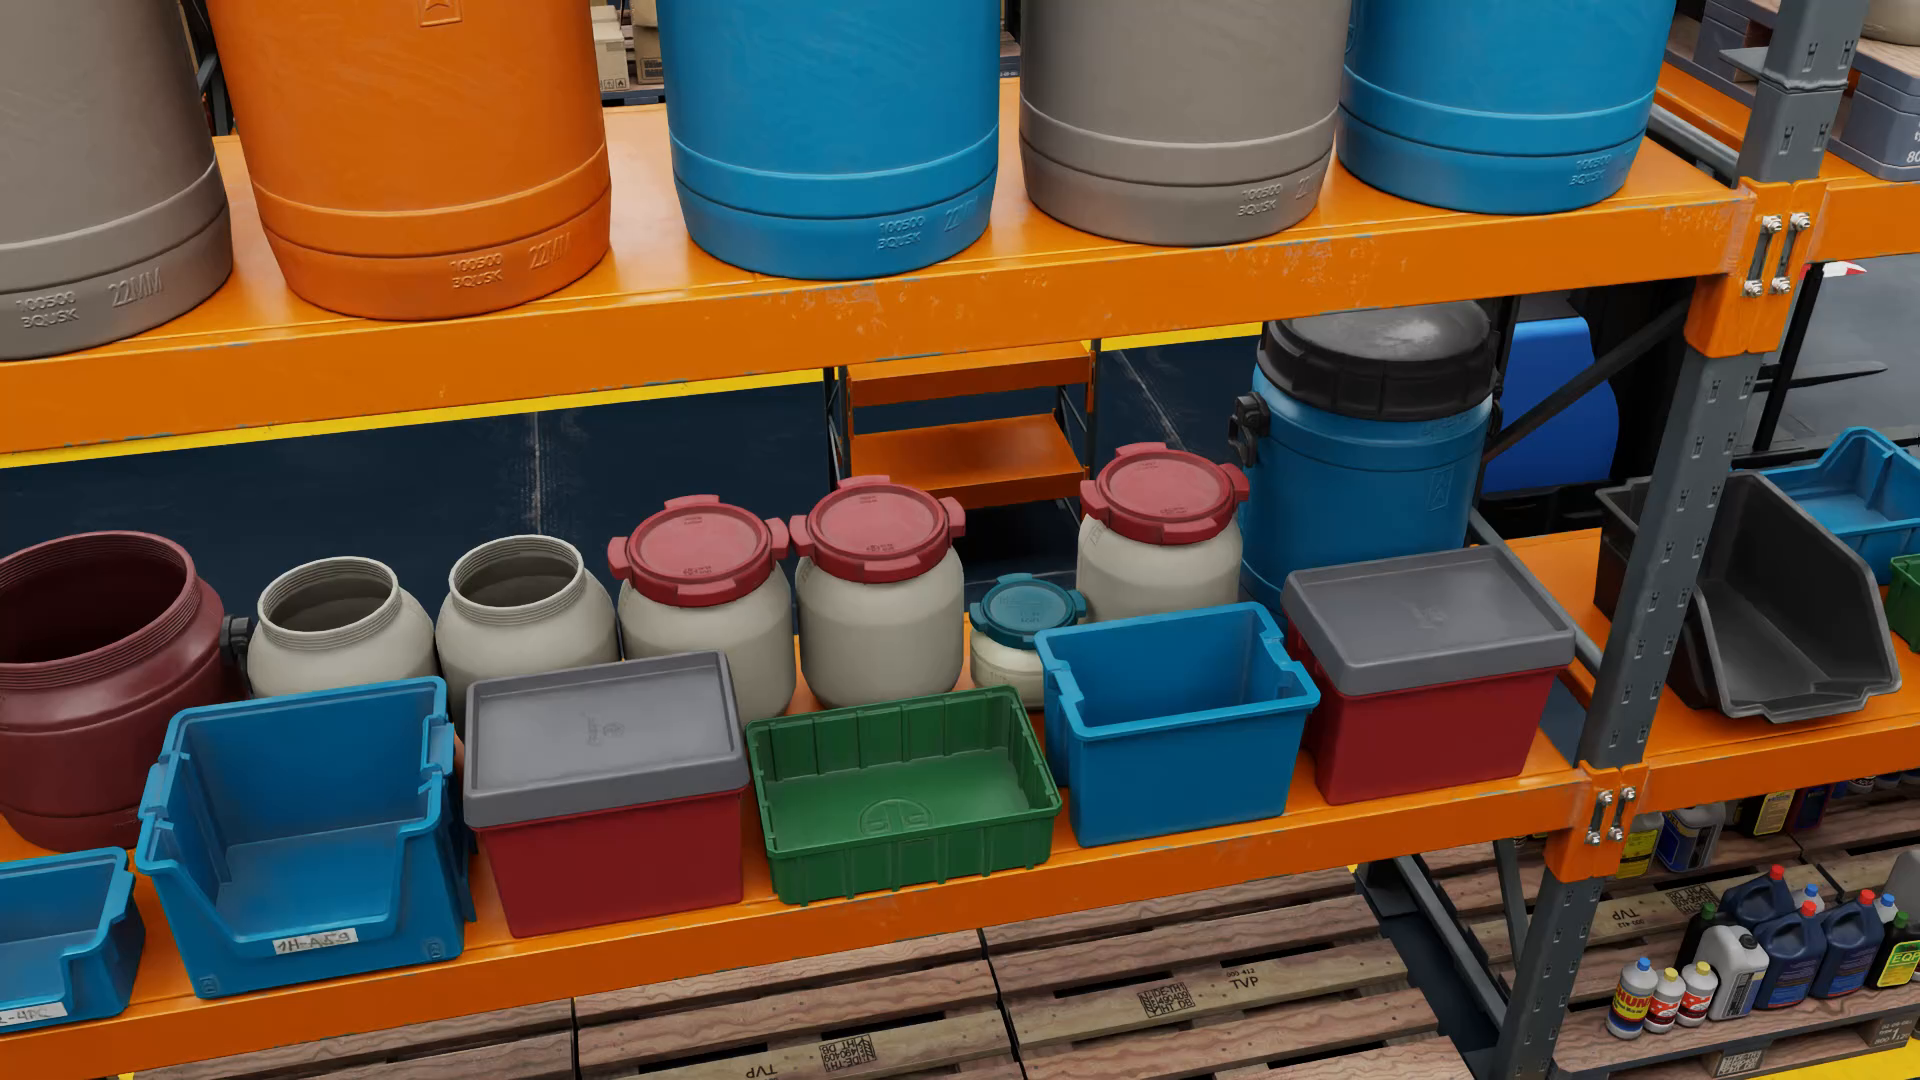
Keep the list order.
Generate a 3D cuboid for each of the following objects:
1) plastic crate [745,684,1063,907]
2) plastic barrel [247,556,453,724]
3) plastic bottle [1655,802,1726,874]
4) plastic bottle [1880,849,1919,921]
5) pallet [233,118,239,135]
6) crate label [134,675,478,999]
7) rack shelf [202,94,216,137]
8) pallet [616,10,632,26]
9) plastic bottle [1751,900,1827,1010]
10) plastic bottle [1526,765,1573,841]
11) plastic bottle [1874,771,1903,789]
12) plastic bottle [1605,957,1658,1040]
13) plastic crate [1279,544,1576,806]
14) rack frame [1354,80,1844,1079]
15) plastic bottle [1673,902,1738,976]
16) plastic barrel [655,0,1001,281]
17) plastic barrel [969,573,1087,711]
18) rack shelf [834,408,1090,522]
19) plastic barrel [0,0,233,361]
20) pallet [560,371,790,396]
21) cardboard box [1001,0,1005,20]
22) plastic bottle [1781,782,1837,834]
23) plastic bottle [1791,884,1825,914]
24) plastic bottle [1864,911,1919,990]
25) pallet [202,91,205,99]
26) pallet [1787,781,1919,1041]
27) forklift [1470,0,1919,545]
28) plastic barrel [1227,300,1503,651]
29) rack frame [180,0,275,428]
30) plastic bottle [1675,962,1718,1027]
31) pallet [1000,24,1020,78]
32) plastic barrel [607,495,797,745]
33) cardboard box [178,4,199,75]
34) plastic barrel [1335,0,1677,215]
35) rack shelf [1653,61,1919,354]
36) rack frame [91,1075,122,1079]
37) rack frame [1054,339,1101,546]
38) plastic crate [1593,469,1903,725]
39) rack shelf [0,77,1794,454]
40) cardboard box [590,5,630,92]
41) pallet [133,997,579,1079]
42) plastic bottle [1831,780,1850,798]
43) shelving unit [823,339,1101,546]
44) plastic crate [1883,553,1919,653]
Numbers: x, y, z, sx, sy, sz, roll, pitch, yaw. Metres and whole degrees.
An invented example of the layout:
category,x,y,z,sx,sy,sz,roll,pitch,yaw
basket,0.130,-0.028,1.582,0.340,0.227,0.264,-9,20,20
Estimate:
category,x,y,z,sx,sy,sz,roll,pitch,yaw
plastic crate,-0.140,0.590,3.869,0.662,0.188,0.450,-7,35,-11
plastic barrel,-1.449,0.337,3.955,0.421,0.512,0.421,0,34,0
plastic bottle,2.306,0.901,5.266,0.135,0.276,0.152,-7,35,-11
plastic bottle,2.917,1.056,5.034,0.135,0.276,0.152,-7,35,-11
pallet,-2.826,-2.132,7.907,1.003,0.211,1.213,-7,35,-11
crate label,-1.376,0.636,3.578,0.616,0.435,0.502,-7,35,-11
rack shelf,-5.448,-1.521,7.471,4.000,0.370,1.077,-7,35,-11
pallet,-2.520,-3.820,12.753,1.213,0.211,1.003,-7,35,-11
plastic bottle,2.375,1.178,4.785,0.185,0.351,0.144,-6,34,-9
plastic bottle,1.893,0.841,5.348,0.133,0.283,0.061,-6,34,-8
plastic bottle,3.129,0.701,5.567,0.097,0.271,0.097,0,34,0
plastic bottle,1.904,1.284,4.699,0.097,0.271,0.097,0,34,0
plastic crate,1.092,0.334,4.004,0.583,0.464,0.402,-7,35,-11
rack frame,1.497,0.134,4.358,0.127,3.000,1.000,-7,35,-11
plastic bottle,2.189,1.166,4.863,0.133,0.283,0.061,-7,35,-11
plastic barrel,-0.227,-0.978,2.874,0.708,0.901,0.600,-7,35,-11
plastic barrel,0.172,0.271,4.278,0.301,0.262,0.301,0,34,0
rack shelf,-0.007,-0.263,7.072,1.000,0.278,0.538,-7,35,-11
plastic barrel,-1.556,-0.811,2.624,0.600,0.901,0.600,0,34,0
pallet,-1.547,-1.151,8.776,1.213,0.211,1.003,-7,35,-11
cardboard box,0.037,-4.597,12.939,0.875,0.875,0.875,-7,34,-10
plastic bottle,2.747,0.820,5.378,0.133,0.283,0.061,-7,35,-11
plastic bottle,2.490,1.127,4.932,0.097,0.271,0.097,0,34,0
plastic bottle,2.730,1.185,4.835,0.133,0.283,0.061,-6,34,-8
pallet,-5.256,-3.521,12.307,1.213,0.211,1.003,-7,35,-11
pallet,3.353,1.080,5.451,1.213,0.211,1.003,-7,35,-11
forklift,3.099,-1.548,6.927,3.031,2.935,1.130,-7,34,-10
plastic barrel,1.053,-0.191,4.393,0.708,0.901,0.600,-7,35,-11
rack frame,-3.498,-2.066,7.637,0.127,3.000,1.000,-7,35,-11
plastic bottle,2.102,1.288,4.756,0.097,0.201,0.097,0,34,0
pallet,-0.374,-2.463,8.401,1.213,0.211,1.003,-7,35,-11
plastic barrel,-0.623,0.220,4.109,0.433,0.535,0.433,0,34,0
cardboard box,-5.585,-3.626,11.827,0.500,0.500,0.500,-6,34,-9
plastic barrel,1.048,-1.139,3.113,0.708,0.901,0.600,-7,35,-11
rack shelf,3.447,-1.058,4.089,4.000,0.370,1.077,-7,35,-11
rack frame,-2.406,0.624,3.628,0.053,2.616,0.949,-7,35,-11
rack frame,0.489,-0.529,7.028,0.032,1.125,0.500,-7,35,-11
plastic crate,2.035,0.165,4.368,0.504,0.338,0.767,-7,35,-11
rack shelf,-0.454,-0.567,3.356,4.000,0.370,1.077,-7,35,-11
cardboard box,-1.812,-2.259,7.682,0.500,0.250,0.500,-8,35,-12
pallet,-1.641,1.710,4.513,1.213,0.211,1.003,-7,35,-11
plastic bottle,2.931,0.726,5.530,0.097,0.271,0.097,0,34,0
shelving unit,-0.007,-0.466,6.935,1.048,1.125,0.538,-7,35,-11
plastic crate,2.883,0.209,4.437,0.662,0.188,0.450,-7,35,-11
